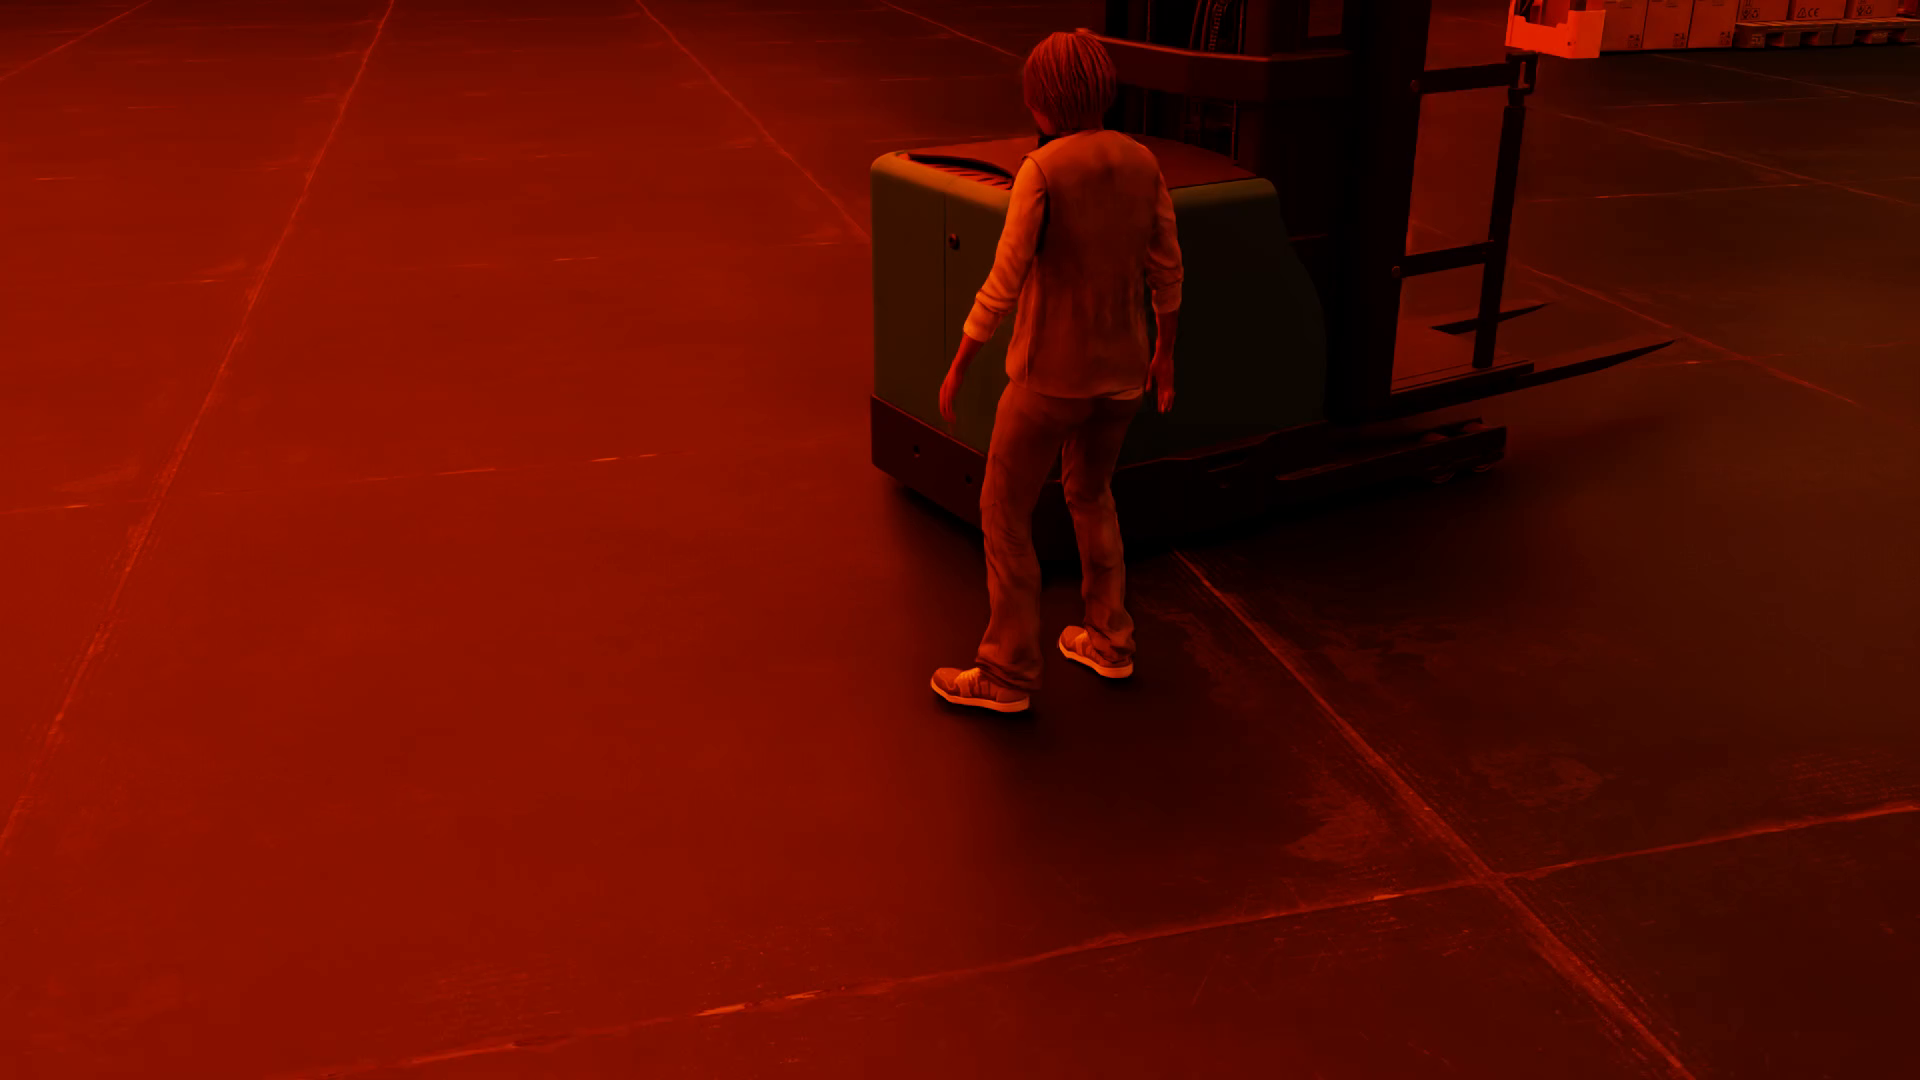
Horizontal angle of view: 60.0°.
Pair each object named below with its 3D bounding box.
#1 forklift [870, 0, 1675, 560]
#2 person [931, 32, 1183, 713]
[{"bbox_3d":[1.232,-1.695,5.293,3.031,2.935,1.130,-14,27,-29],"label":"forklift"},{"bbox_3d":[0.252,-0.377,3.933,0.653,1.574,0.316,-15,27,-31],"label":"person"}]
